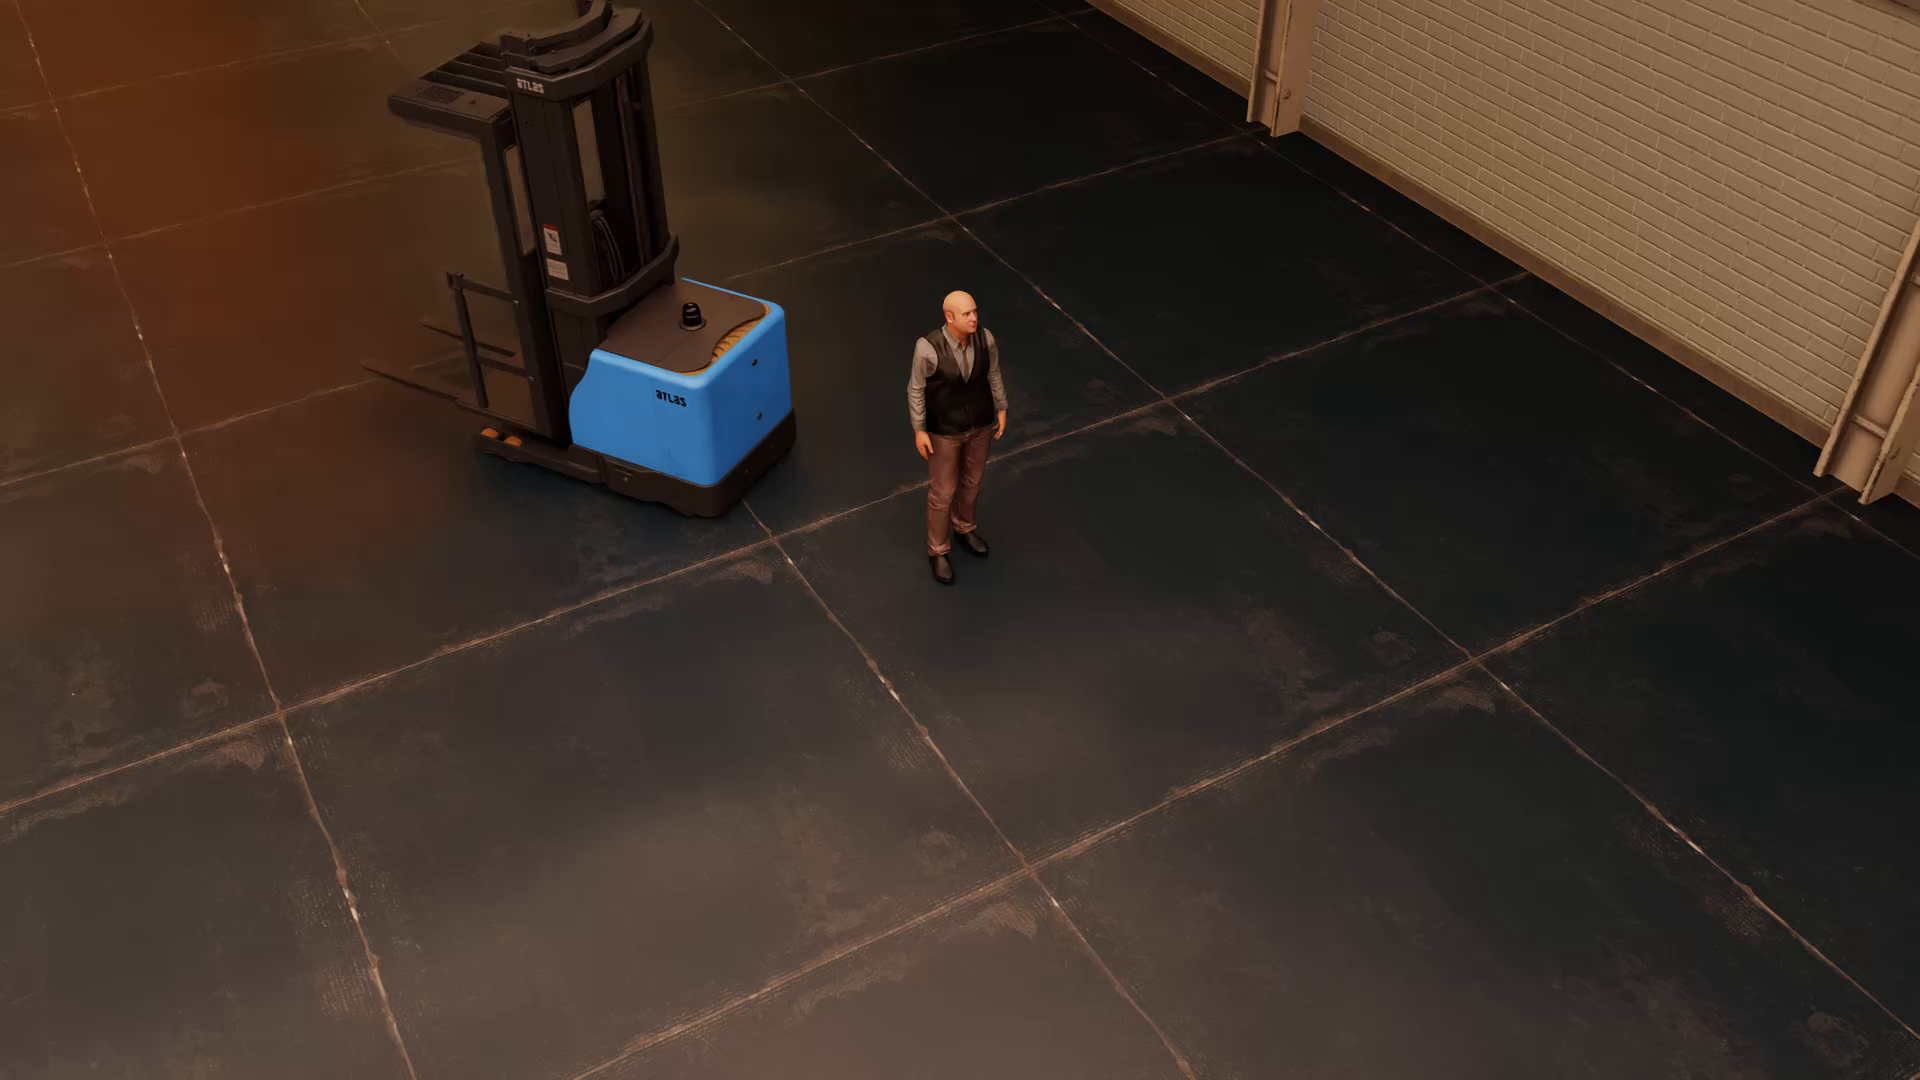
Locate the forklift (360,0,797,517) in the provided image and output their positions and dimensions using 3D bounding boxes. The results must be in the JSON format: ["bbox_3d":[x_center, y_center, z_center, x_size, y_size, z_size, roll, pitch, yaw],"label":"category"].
[{"bbox_3d":[-2.636,-1.926,10.358,3.031,2.935,1.130,18,43,20],"label":"forklift"}]

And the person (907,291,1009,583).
[{"bbox_3d":[0.025,-0.631,9.733,0.634,1.722,0.566,-20,44,-23],"label":"person"}]
